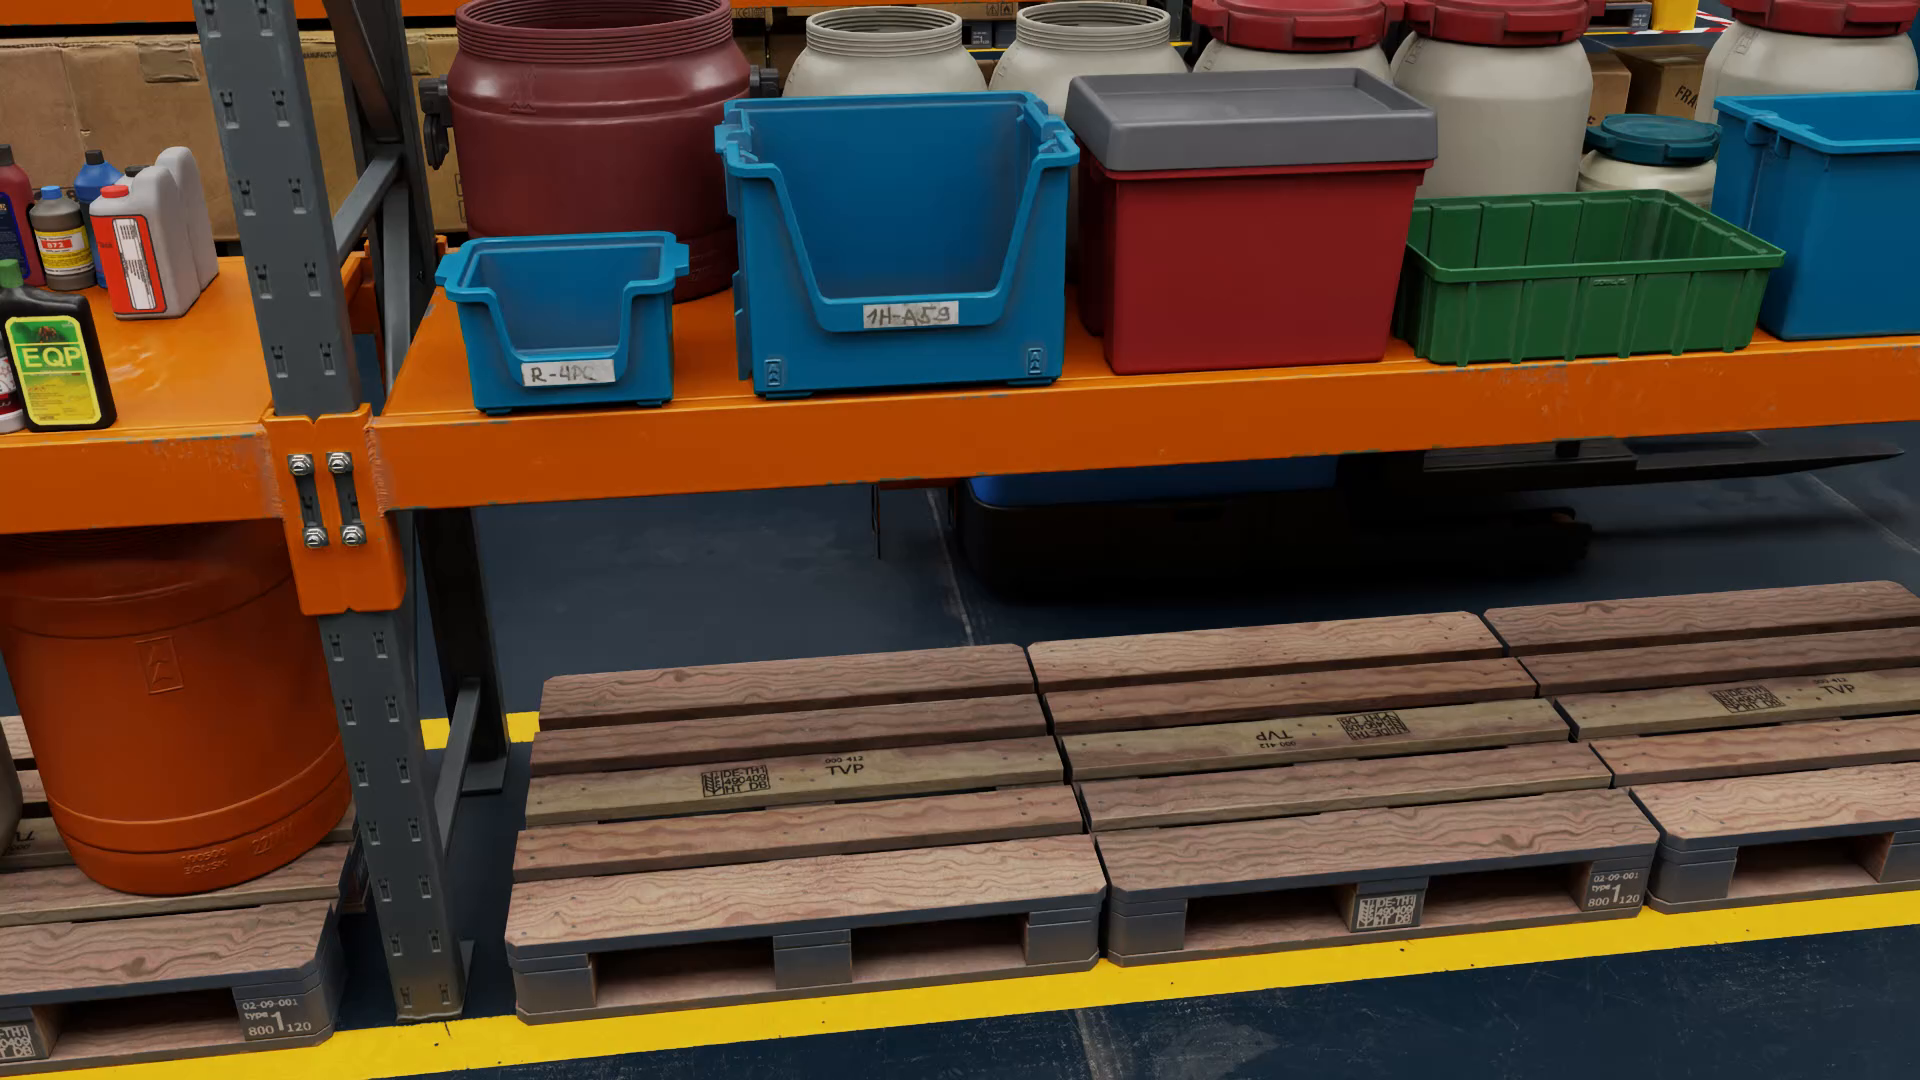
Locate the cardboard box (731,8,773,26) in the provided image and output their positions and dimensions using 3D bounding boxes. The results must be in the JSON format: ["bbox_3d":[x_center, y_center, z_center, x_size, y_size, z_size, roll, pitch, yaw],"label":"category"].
[{"bbox_3d":[-1.804,-4.260,12.271,0.750,0.750,1.050,-4,27,-8],"label":"cardboard box"}]

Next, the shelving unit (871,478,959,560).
[{"bbox_3d":[-0.142,-0.458,4.993,0.252,1.050,0.215,-4,27,-7],"label":"shelving unit"}]

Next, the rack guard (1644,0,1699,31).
[{"bbox_3d":[5.526,-4.474,13.423,0.348,0.500,1.175,-4,27,-7],"label":"rack guard"}]

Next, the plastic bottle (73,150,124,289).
[{"bbox_3d":[-1.731,-0.655,3.381,0.097,0.271,0.097,0,27,0],"label":"plastic bottle"}]

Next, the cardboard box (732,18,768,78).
[{"bbox_3d":[-1.169,-2.301,7.883,0.500,0.250,0.500,-3,27,-5],"label":"cardboard box"}]

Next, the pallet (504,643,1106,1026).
[{"bbox_3d":[-0.366,0.620,3.810,1.213,0.211,1.003,-4,27,-7],"label":"pallet"}]

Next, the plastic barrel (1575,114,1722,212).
[{"bbox_3d":[1.490,-0.767,3.610,0.301,0.262,0.301,0,27,0],"label":"plastic barrel"}]

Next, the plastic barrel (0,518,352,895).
[{"bbox_3d":[-1.621,0.229,3.435,0.708,0.830,0.600,-4,27,-7],"label":"plastic barrel"}]

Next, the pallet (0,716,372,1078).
[{"bbox_3d":[-1.914,0.721,3.613,1.213,0.211,1.003,-4,27,-7],"label":"pallet"}]

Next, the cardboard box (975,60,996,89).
[{"bbox_3d":[-0.060,-2.043,8.202,0.500,0.500,0.700,-1,27,-3],"label":"cardboard box"}]

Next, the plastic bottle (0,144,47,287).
[{"bbox_3d":[-1.944,-0.655,3.368,0.133,0.283,0.061,-4,27,-7],"label":"plastic bottle"}]

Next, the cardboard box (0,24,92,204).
[{"bbox_3d":[-4.274,-1.922,7.577,0.875,0.875,1.225,-5,28,-9],"label":"cardboard box"}]

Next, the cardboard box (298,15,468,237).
[{"bbox_3d":[-2.515,-2.035,7.797,0.875,0.875,1.225,-5,28,-10],"label":"cardboard box"}]

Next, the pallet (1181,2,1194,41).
[{"bbox_3d":[2.305,-4.103,13.015,1.213,0.211,1.003,-4,27,-7],"label":"pallet"}]

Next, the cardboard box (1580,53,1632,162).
[{"bbox_3d":[3.100,-2.204,8.538,0.500,0.500,0.500,5,28,9],"label":"cardboard box"}]

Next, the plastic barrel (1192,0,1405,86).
[{"bbox_3d":[0.689,-0.867,3.506,0.433,0.535,0.433,0,27,0],"label":"plastic barrel"}]

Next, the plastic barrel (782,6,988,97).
[{"bbox_3d":[-0.150,-0.800,3.401,0.421,0.512,0.421,0,27,0],"label":"plastic barrel"}]

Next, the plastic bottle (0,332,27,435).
[{"bbox_3d":[-1.597,-0.282,2.732,0.097,0.201,0.097,0,27,0],"label":"plastic bottle"}]

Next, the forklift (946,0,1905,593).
[{"bbox_3d":[1.474,-1.440,4.847,3.031,2.935,1.130,-4,27,-7],"label":"forklift"}]

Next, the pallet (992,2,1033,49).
[{"bbox_3d":[0.788,-4.007,12.828,1.213,0.211,1.003,-4,27,-7],"label":"pallet"}]

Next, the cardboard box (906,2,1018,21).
[{"bbox_3d":[-0.017,-4.377,12.498,0.750,0.750,1.050,-4,27,-7],"label":"cardboard box"}]

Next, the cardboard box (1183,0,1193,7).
[{"bbox_3d":[2.174,-4.580,12.759,0.875,0.875,0.875,-3,27,-6],"label":"cardboard box"}]

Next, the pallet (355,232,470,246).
[{"bbox_3d":[-2.620,-1.571,8.080,1.213,0.211,1.003,-4,27,-7],"label":"pallet"}]

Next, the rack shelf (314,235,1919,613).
[{"bbox_3d":[0.842,-0.396,3.523,4.000,0.370,1.077,-4,27,-7],"label":"rack shelf"}]

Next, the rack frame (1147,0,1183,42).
[{"bbox_3d":[1.541,-5.331,12.353,0.127,3.000,1.000,-4,27,-7],"label":"rack frame"}]

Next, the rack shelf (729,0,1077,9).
[{"bbox_3d":[0.152,-2.635,7.887,4.000,0.370,1.077,-4,27,-7],"label":"rack shelf"}]

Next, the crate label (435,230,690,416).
[{"bbox_3d":[-0.669,-0.371,2.871,0.416,0.233,0.303,-4,27,-7],"label":"crate label"}]

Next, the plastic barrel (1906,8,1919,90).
[{"bbox_3d":[2.398,-1.178,3.712,0.708,0.901,0.600,-4,27,-7],"label":"plastic barrel"}]

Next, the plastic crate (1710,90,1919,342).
[{"bbox_3d":[1.773,-0.625,3.200,0.575,0.384,0.392,-4,27,-7],"label":"plastic crate"}]

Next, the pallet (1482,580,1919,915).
[{"bbox_3d":[2.050,0.465,4.112,1.213,0.211,1.003,-4,27,-7],"label":"pallet"}]

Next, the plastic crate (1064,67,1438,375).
[{"bbox_3d":[0.504,-0.581,3.027,0.583,0.464,0.402,-4,27,-7],"label":"plastic crate"}]

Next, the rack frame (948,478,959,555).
[{"bbox_3d":[-0.021,-0.466,5.008,0.008,1.050,0.200,-4,27,-7],"label":"rack frame"}]
